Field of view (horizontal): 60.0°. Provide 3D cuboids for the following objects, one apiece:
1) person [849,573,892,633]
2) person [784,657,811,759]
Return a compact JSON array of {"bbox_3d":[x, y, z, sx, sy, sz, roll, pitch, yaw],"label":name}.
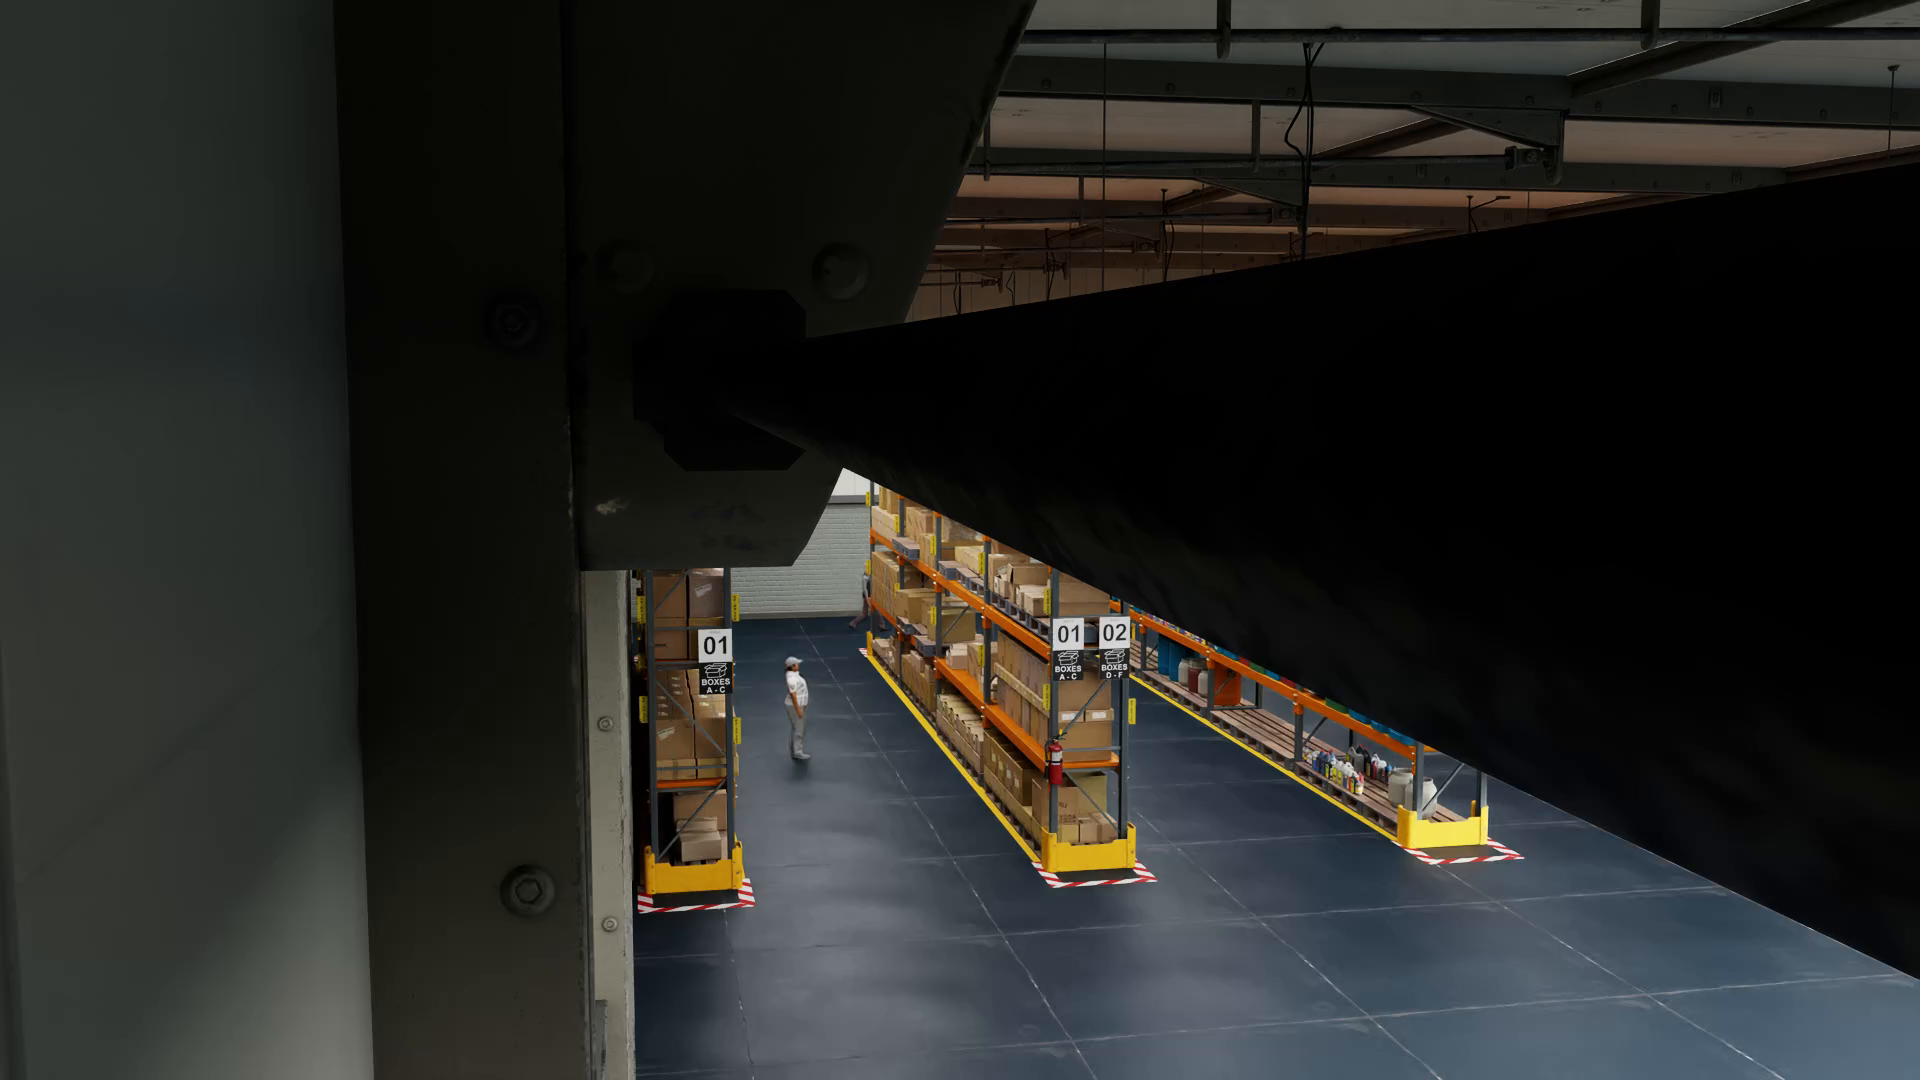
[{"bbox_3d":[-2.130,1.378,39.498,1.016,1.674,0.616,1,6,13],"label":"person"},{"bbox_3d":[-2.627,2.726,26.987,0.440,1.705,0.559,1,6,6],"label":"person"}]
